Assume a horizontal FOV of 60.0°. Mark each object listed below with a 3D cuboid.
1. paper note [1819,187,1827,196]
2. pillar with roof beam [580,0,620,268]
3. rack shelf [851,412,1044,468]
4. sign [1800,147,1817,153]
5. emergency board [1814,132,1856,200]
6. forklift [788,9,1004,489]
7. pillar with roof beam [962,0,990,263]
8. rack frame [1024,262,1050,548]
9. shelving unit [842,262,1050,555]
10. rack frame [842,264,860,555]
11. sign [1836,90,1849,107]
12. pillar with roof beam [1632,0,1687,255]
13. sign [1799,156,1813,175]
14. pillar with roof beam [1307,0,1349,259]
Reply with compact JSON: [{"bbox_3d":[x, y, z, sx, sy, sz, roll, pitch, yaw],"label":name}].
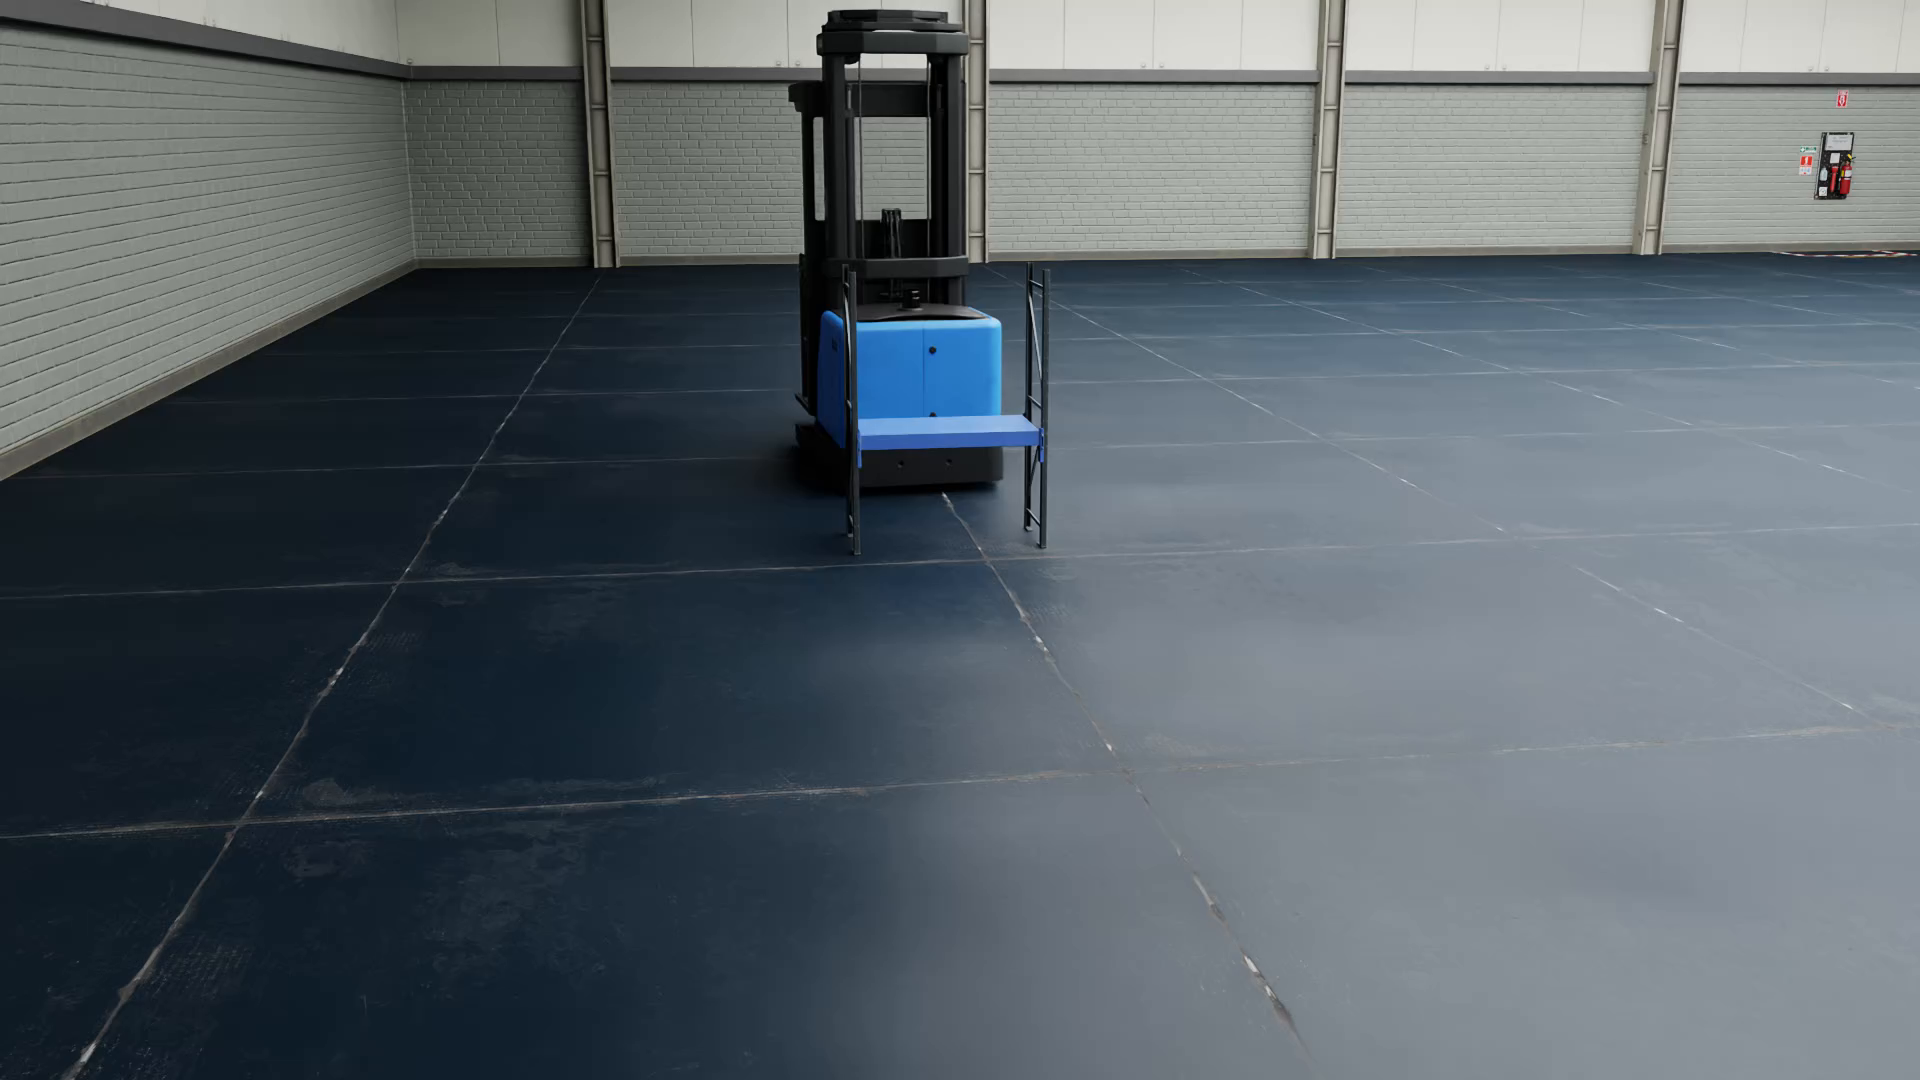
[{"bbox_3d":[15.418,-6.227,29.697,0.142,0.148,0.016,-2,14,-8],"label":"paper note"},{"bbox_3d":[-5.038,-7.729,21.543,0.400,9.000,9.100,-2,14,-8],"label":"pillar with roof beam"},{"bbox_3d":[-0.084,-0.550,9.071,1.000,0.185,0.538,-2,14,-8],"label":"rack shelf"},{"bbox_3d":[15.047,-6.921,29.492,0.331,0.109,0.001,-2,14,-8],"label":"sign"},{"bbox_3d":[15.603,-6.644,29.549,0.643,1.169,0.194,-2,14,-8],"label":"emergency board"},{"bbox_3d":[-0.555,-2.053,11.384,1.130,2.935,3.031,-3,14,-12],"label":"forklift"},{"bbox_3d":[0.895,-7.947,22.410,0.400,9.000,9.100,-2,14,-8],"label":"pillar with roof beam"},{"bbox_3d":[0.418,-0.743,9.101,0.032,1.500,0.500,-2,14,-8],"label":"rack frame"},{"bbox_3d":[-0.084,-0.724,9.027,1.048,1.500,0.538,-2,14,-8],"label":"shelving unit"},{"bbox_3d":[-0.587,-0.706,8.954,0.032,1.500,0.500,-2,14,-8],"label":"rack frame"},{"bbox_3d":[15.580,-7.792,29.362,0.199,0.298,0.001,-2,14,-8],"label":"sign"},{"bbox_3d":[12.761,-8.382,24.144,0.400,9.000,9.100,-2,14,-8],"label":"pillar with roof beam"},{"bbox_3d":[15.041,-6.666,29.564,0.234,0.329,0.001,-2,14,-8],"label":"sign"},{"bbox_3d":[6.828,-8.164,23.277,0.400,9.000,9.100,-2,14,-8],"label":"pillar with roof beam"}]
